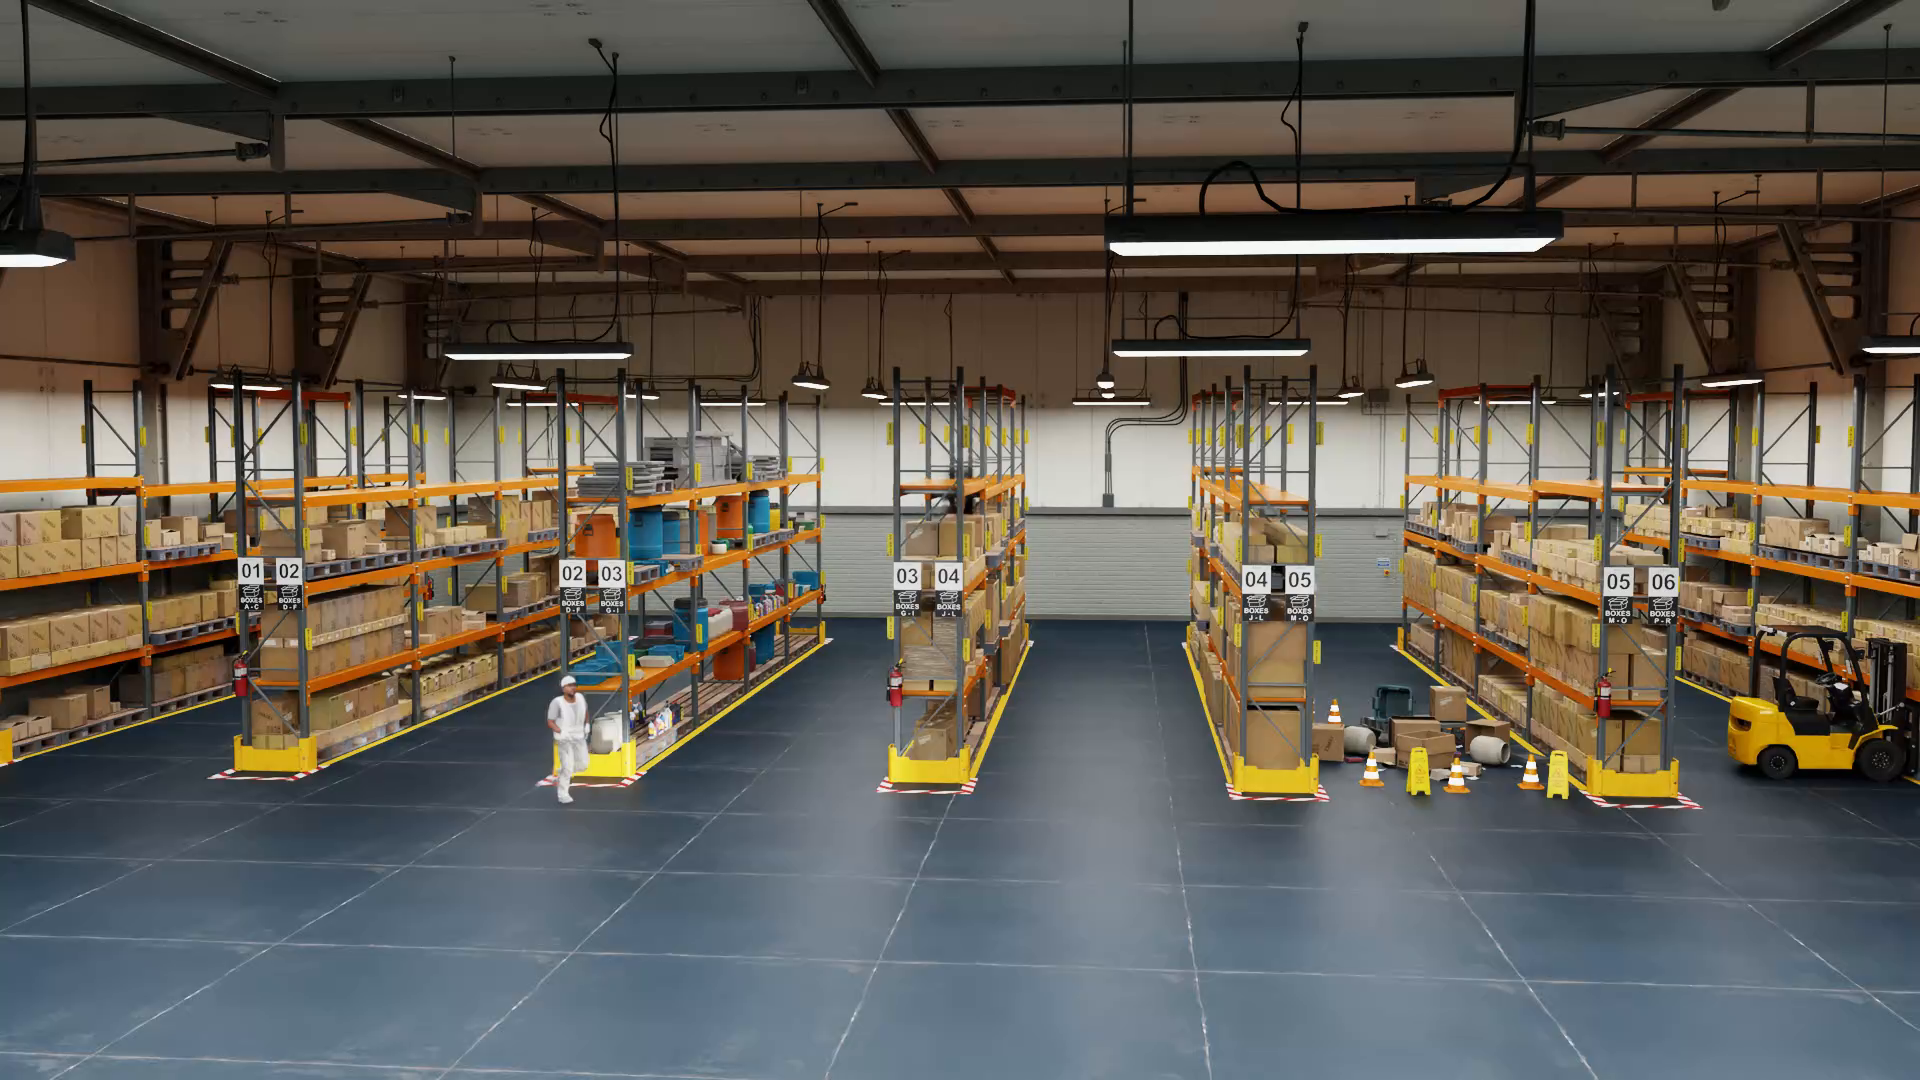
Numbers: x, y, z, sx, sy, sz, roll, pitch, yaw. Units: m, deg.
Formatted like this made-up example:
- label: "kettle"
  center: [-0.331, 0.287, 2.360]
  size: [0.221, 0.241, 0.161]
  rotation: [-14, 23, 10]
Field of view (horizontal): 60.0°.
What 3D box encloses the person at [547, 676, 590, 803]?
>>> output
- label: "person"
  center: [-5.332, 2.724, 22.788]
  size: [0.675, 1.742, 0.716]
  rotation: [3, 5, 44]
